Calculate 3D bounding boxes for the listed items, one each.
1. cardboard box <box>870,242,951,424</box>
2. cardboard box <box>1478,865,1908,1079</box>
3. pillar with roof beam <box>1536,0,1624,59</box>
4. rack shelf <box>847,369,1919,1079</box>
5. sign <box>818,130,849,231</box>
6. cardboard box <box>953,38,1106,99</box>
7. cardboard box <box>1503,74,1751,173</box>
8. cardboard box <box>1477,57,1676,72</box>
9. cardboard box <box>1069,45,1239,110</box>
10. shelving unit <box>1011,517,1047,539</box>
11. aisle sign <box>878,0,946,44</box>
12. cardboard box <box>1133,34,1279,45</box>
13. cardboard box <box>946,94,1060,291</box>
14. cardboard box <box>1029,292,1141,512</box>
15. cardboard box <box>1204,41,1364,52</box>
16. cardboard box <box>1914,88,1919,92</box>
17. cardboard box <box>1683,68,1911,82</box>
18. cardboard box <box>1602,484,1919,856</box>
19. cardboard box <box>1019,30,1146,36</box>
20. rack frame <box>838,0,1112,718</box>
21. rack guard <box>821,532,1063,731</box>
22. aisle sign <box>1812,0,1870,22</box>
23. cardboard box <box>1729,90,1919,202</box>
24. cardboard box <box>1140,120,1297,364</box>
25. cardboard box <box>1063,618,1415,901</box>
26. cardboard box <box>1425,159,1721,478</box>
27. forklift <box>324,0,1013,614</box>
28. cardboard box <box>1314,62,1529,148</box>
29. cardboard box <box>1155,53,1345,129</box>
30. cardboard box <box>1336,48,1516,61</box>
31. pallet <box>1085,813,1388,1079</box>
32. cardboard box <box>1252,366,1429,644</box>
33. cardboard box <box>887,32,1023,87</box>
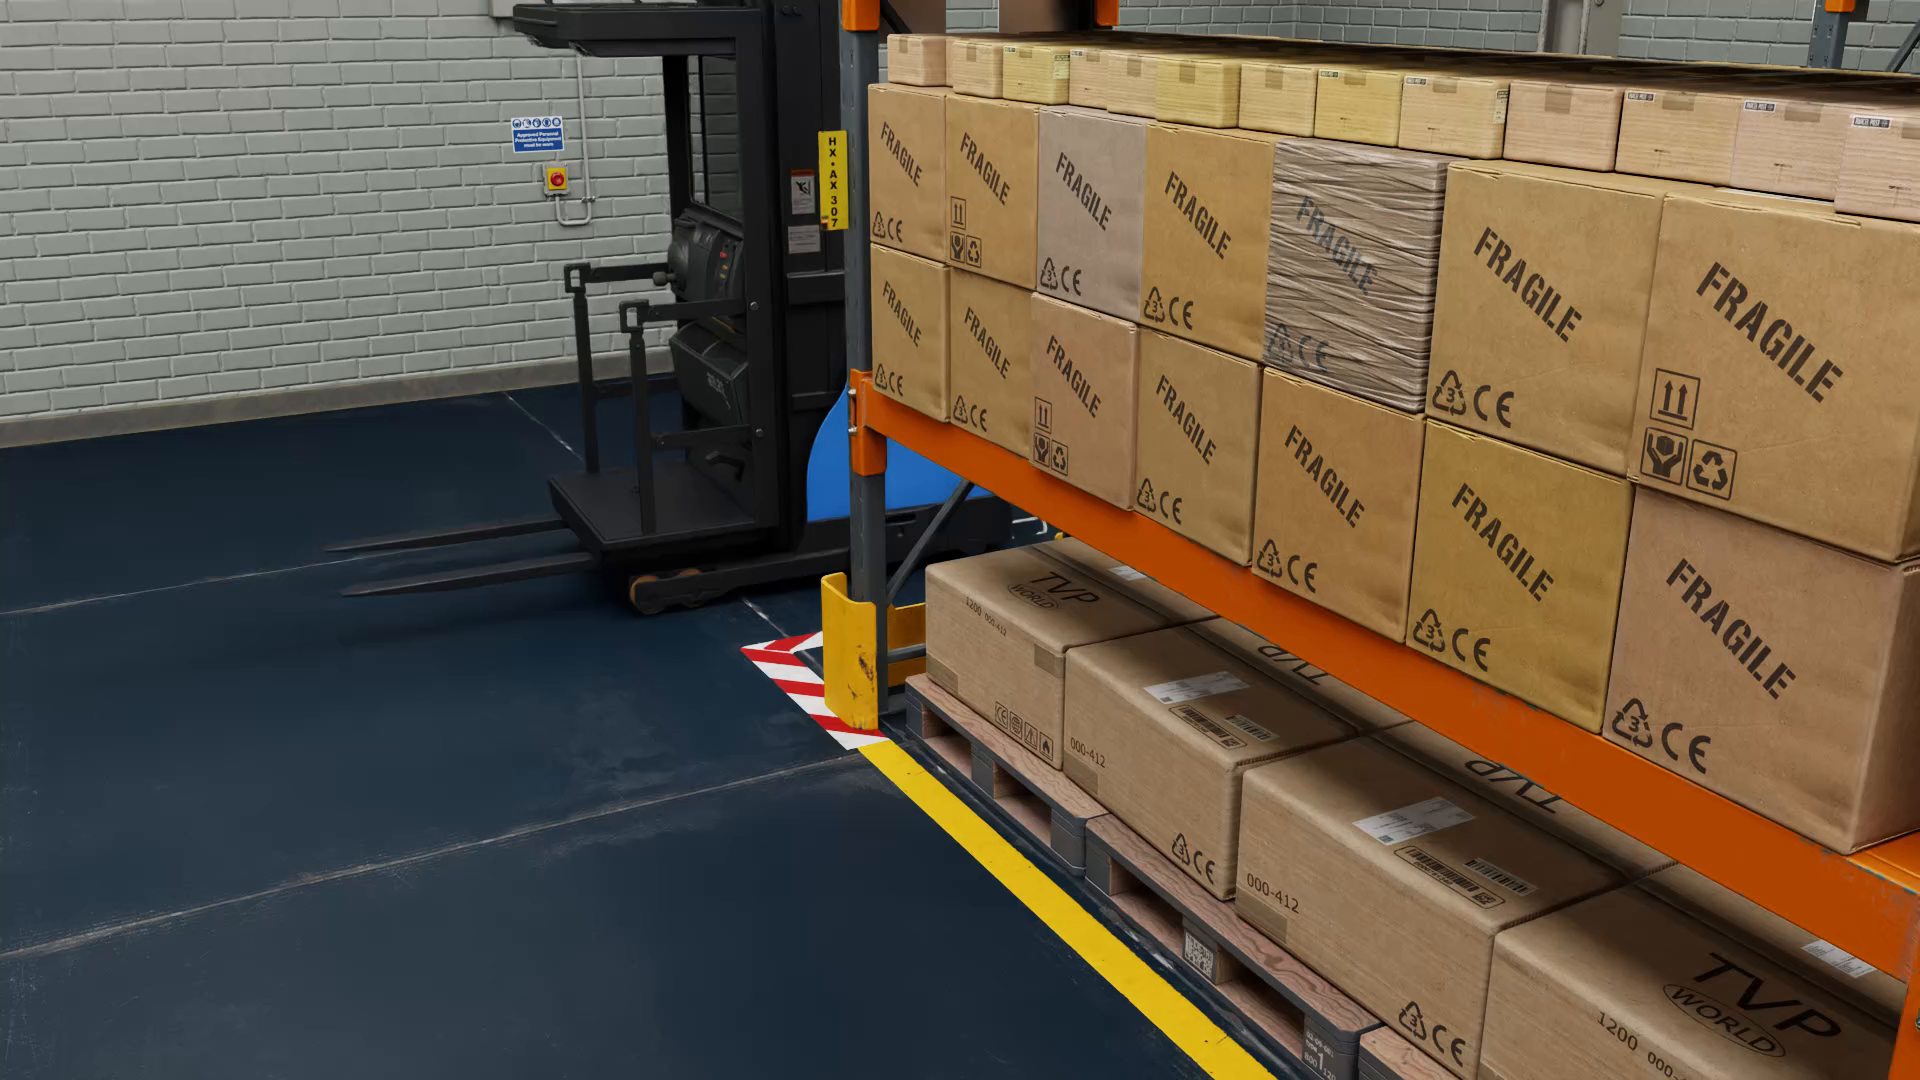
[{"bbox_3d":[0.043,-0.707,5.430,0.500,0.500,0.500,-10,21,-27],"label":"cardboard box"},{"bbox_3d":[1.764,1.122,3.567,0.875,0.438,0.875,-10,22,-27],"label":"cardboard box"},{"bbox_3d":[0.159,-4.695,7.942,9.100,9.000,0.400,-10,21,-27],"label":"pillar with roof beam"},{"bbox_3d":[1.018,0.072,4.428,1.077,0.370,4.000,-10,21,-27],"label":"rack shelf"},{"bbox_3d":[-0.423,-1.205,5.576,0.100,0.325,0.005,-10,21,-27],"label":"sign"},{"bbox_3d":[0.202,-1.368,4.816,0.380,0.149,0.250,-9,21,-25],"label":"cardboard box"},{"bbox_3d":[1.265,-0.795,3.157,0.380,0.149,0.250,-10,21,-27],"label":"cardboard box"},{"bbox_3d":[1.395,-1.010,3.781,0.380,0.149,0.250,-10,21,-27],"label":"cardboard box"},{"bbox_3d":[0.514,-1.228,4.410,0.380,0.149,0.250,-10,21,-26],"label":"cardboard box"},{"bbox_3d":[0.214,-0.659,8.202,0.258,1.200,0.503,-9,21,-25],"label":"shelving unit"},{"bbox_3d":[-0.221,-2.047,5.480,0.394,0.787,0.004,-10,21,-27],"label":"aisle sign"},{"bbox_3d":[0.753,-1.467,5.103,0.380,0.149,0.250,-10,22,-27],"label":"cardboard box"},{"bbox_3d":[0.297,-1.033,4.841,0.500,0.500,0.500,-11,22,-28],"label":"cardboard box"},{"bbox_3d":[0.534,-0.418,4.590,0.500,0.500,0.500,-10,21,-27],"label":"cardboard box"},{"bbox_3d":[0.898,-1.302,4.626,0.380,0.149,0.250,-10,22,-27],"label":"cardboard box"},{"bbox_3d":[1.910,-0.723,2.946,0.380,0.149,0.250,-10,21,-26],"label":"cardboard box"},{"bbox_3d":[1.687,-0.870,3.375,0.380,0.149,0.250,-10,21,-27],"label":"cardboard box"},{"bbox_3d":[1.522,0.165,2.901,0.500,0.500,0.500,-10,21,-26],"label":"cardboard box"},{"bbox_3d":[0.415,-1.597,5.480,0.380,0.149,0.250,-10,21,-26],"label":"cardboard box"},{"bbox_3d":[0.068,-0.842,5.974,1.000,3.000,0.127,-10,21,-27],"label":"rack frame"},{"bbox_3d":[0.057,0.332,6.402,1.175,0.500,0.348,-10,21,-27],"label":"rack guard"},{"bbox_3d":[4.144,-2.815,7.706,0.394,0.787,0.004,-10,21,-27],"label":"aisle sign"},{"bbox_3d":[1.511,-0.652,2.743,0.380,0.149,0.250,-9,21,-25],"label":"cardboard box"},{"bbox_3d":[0.786,-0.744,4.002,0.500,0.500,0.500,-10,21,-26],"label":"cardboard box"},{"bbox_3d":[0.911,0.606,5.062,0.875,0.438,0.875,-9,21,-25],"label":"cardboard box"},{"bbox_3d":[1.266,-0.454,3.162,0.500,0.500,0.500,-10,22,-27],"label":"cardboard box"},{"bbox_3d":[-1.306,-1.260,7.290,3.031,2.935,1.130,-9,21,-24],"label":"forklift"},{"bbox_3d":[0.990,-0.937,3.567,0.380,0.149,0.250,-10,22,-28],"label":"cardboard box"},{"bbox_3d":[0.692,-1.073,3.960,0.380,0.149,0.250,-11,22,-28],"label":"cardboard box"},{"bbox_3d":[1.177,-1.161,4.217,0.380,0.149,0.250,-9,21,-25],"label":"cardboard box"},{"bbox_3d":[1.092,1.043,4.785,1.003,0.211,1.213,-10,21,-27],"label":"pallet"},{"bbox_3d":[1.021,-0.124,3.739,0.500,0.500,0.500,-10,22,-27],"label":"cardboard box"},{"bbox_3d":[-0.007,-1.524,5.270,0.380,0.149,0.250,-9,21,-26],"label":"cardboard box"}]
